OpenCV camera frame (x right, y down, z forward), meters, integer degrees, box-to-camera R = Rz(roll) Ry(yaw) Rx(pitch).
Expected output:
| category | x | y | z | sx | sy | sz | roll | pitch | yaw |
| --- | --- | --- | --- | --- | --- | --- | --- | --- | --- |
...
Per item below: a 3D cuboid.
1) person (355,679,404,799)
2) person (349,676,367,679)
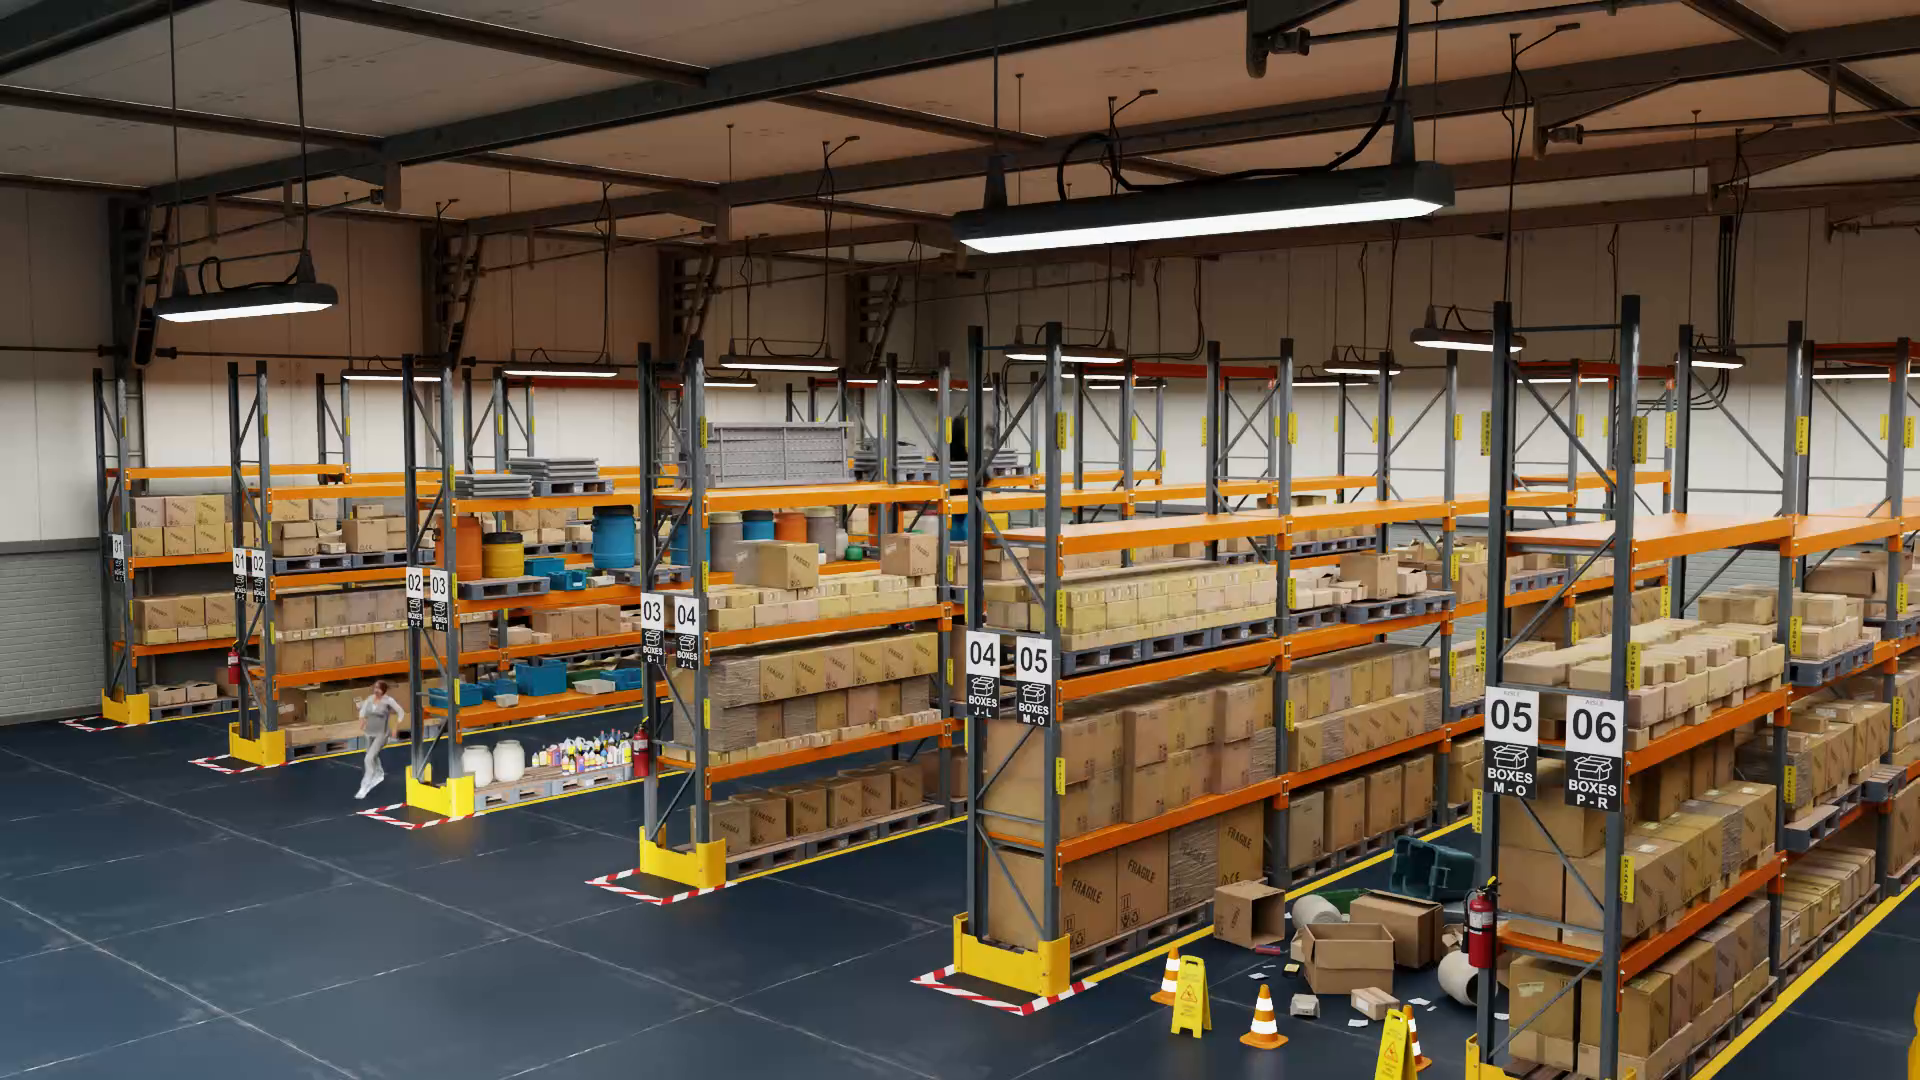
| category | x | y | z | sx | sy | sz | roll | pitch | yaw |
| --- | --- | --- | --- | --- | --- | --- | --- | --- | --- |
| person | -7.979 | 2.703 | 22.789 | 0.613 | 1.609 | 0.714 | 1 | 4 | 17 |
| person | -10.147 | 2.279 | 28.052 | 0.619 | 1.638 | 0.862 | 3 | 5 | 38 |
